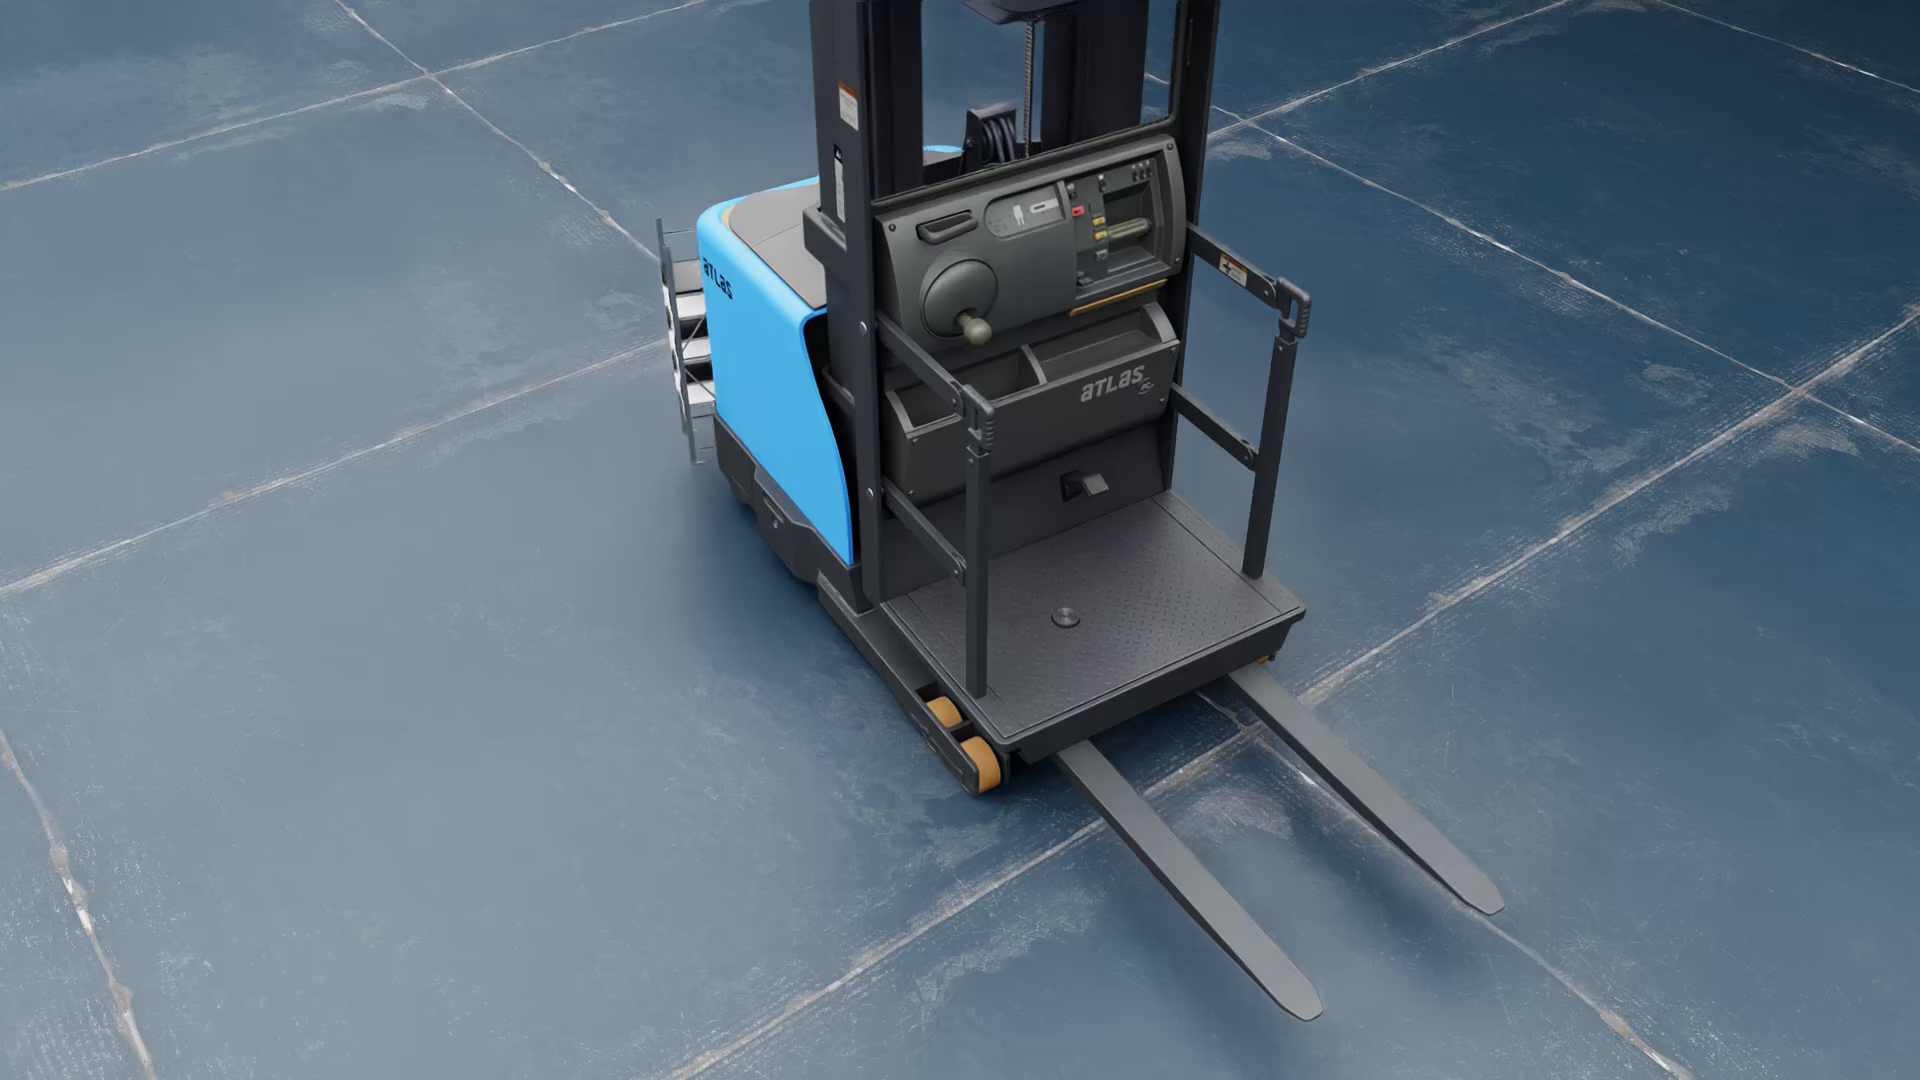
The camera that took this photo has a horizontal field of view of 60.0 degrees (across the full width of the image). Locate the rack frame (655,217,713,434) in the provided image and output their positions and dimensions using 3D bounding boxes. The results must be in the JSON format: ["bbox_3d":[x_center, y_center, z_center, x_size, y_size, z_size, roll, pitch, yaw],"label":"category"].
[{"bbox_3d":[-0.924,-0.769,5.978,0.240,0.900,0.006,-10,40,-12],"label":"rack frame"}]

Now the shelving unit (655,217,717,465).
[{"bbox_3d":[-0.896,-0.707,5.902,0.258,0.900,0.210,-10,40,-12],"label":"shelving unit"}]

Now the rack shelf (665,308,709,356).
[{"bbox_3d":[-0.896,-0.751,5.866,0.258,0.077,0.200,-10,40,-12],"label":"rack shelf"}]

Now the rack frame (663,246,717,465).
[{"bbox_3d":[-0.868,-0.645,5.827,0.240,0.900,0.006,-10,40,-12],"label":"rack frame"}]

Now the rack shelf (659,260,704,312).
[{"bbox_3d":[-0.896,-0.890,5.752,0.258,0.077,0.200,-10,40,-12],"label":"rack shelf"}]

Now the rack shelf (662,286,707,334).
[{"bbox_3d":[-0.896,-0.820,5.809,0.258,0.077,0.200,-10,40,-12],"label":"rack shelf"}]

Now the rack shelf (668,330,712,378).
[{"bbox_3d":[-0.896,-0.681,5.923,0.258,0.077,0.200,-10,40,-12],"label":"rack shelf"}]

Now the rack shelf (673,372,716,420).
[{"bbox_3d":[-0.896,-0.542,6.038,0.258,0.077,0.200,-10,40,-12],"label":"rack shelf"}]

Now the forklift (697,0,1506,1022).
[{"bbox_3d":[0.328,-0.734,4.334,1.130,2.935,3.031,-21,44,-24],"label":"forklift"}]

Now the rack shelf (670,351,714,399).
[{"bbox_3d":[-0.896,-0.612,5.981,0.258,0.077,0.200,-10,40,-12],"label":"rack shelf"}]
